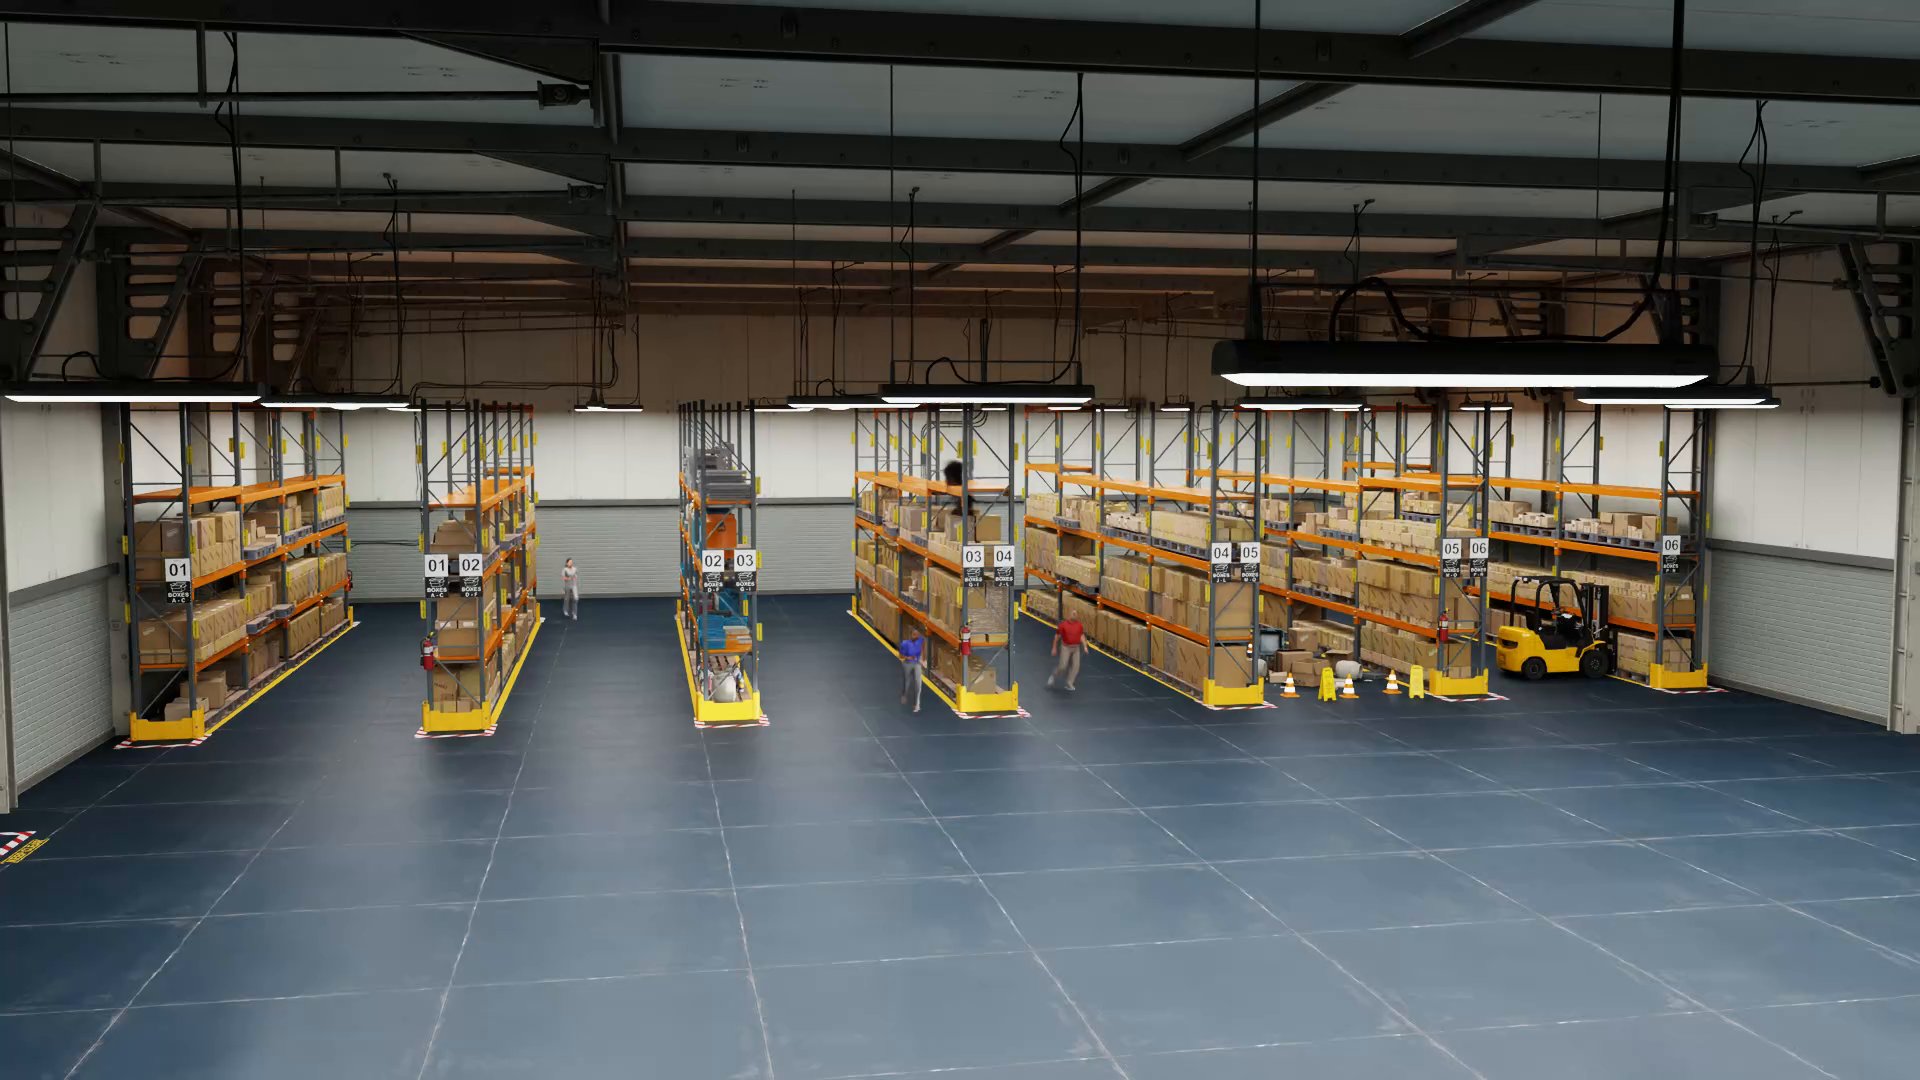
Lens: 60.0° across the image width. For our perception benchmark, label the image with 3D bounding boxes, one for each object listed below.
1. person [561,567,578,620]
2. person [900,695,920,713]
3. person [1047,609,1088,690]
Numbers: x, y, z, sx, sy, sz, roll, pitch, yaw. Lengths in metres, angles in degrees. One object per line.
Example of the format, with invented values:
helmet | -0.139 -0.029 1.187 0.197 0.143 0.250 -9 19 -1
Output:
person | -8.655 1.605 44.372 2.239 1.591 7.175 -2 5 -29
person | -0.974 3.153 32.375 0.197 0.346 0.960 -2 5 -19
person | 2.223 2.262 34.604 0.714 1.693 0.681 -2 5 -22
